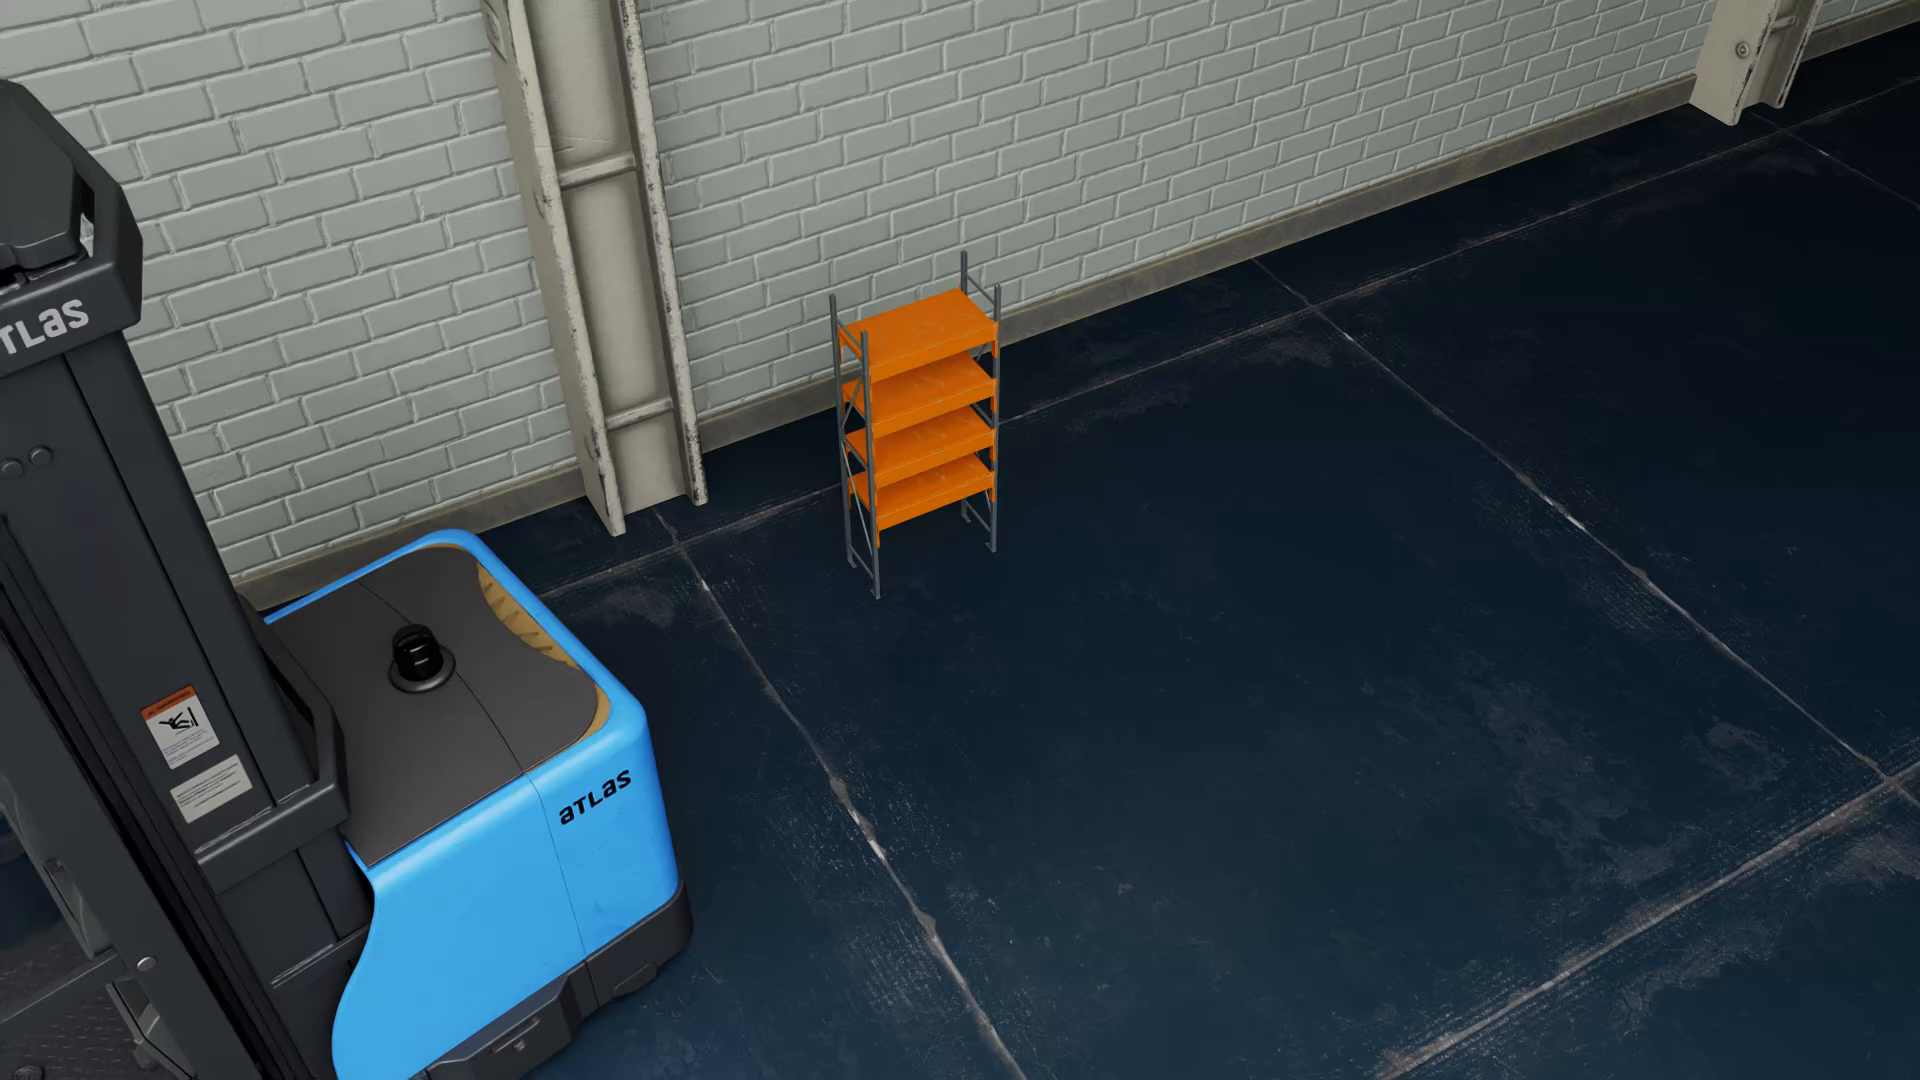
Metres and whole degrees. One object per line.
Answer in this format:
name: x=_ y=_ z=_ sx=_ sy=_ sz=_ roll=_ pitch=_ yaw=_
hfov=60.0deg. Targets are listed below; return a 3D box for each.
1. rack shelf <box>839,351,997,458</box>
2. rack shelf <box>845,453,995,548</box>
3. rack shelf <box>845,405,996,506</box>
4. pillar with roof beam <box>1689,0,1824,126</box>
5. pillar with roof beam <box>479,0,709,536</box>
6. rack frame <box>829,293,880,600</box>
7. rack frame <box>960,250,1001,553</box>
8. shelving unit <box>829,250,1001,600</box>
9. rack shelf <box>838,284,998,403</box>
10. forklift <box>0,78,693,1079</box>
rack shelf: x=-0.144 y=-0.485 z=5.664 sx=0.480 sy=0.148 sz=0.258 roll=-22 pitch=48 yaw=-21
rack shelf: x=-0.144 y=-0.182 z=5.958 sx=0.480 sy=0.148 sz=0.258 roll=-22 pitch=48 yaw=-21
rack shelf: x=-0.144 y=-0.325 z=5.820 sx=0.480 sy=0.148 sz=0.258 roll=-22 pitch=48 yaw=-21
pillar with roof beam: x=6.134 y=-2.884 z=2.761 sx=0.400 sy=9.000 sz=9.100 roll=-22 pitch=48 yaw=-21
pillar with roof beam: x=0.932 y=-0.803 z=0.616 sx=0.400 sy=9.000 sz=9.100 roll=-22 pitch=48 yaw=-21
rack frame: x=-0.355 y=-0.288 z=5.686 sx=0.015 sy=1.200 sz=0.240 roll=-22 pitch=48 yaw=-21
rack frame: x=0.068 y=-0.458 z=5.860 sx=0.015 sy=1.200 sz=0.240 roll=-22 pitch=48 yaw=-21
shelving unit: x=-0.144 y=-0.373 z=5.773 sx=0.503 sy=1.200 sz=0.258 roll=-22 pitch=48 yaw=-21
rack shelf: x=-0.144 y=-0.655 z=5.499 sx=0.480 sy=0.148 sz=0.258 roll=-22 pitch=48 yaw=-21
forklift: x=-2.231 y=0.592 z=3.535 sx=3.031 sy=2.935 sz=1.130 roll=-32 pitch=52 yaw=-28
